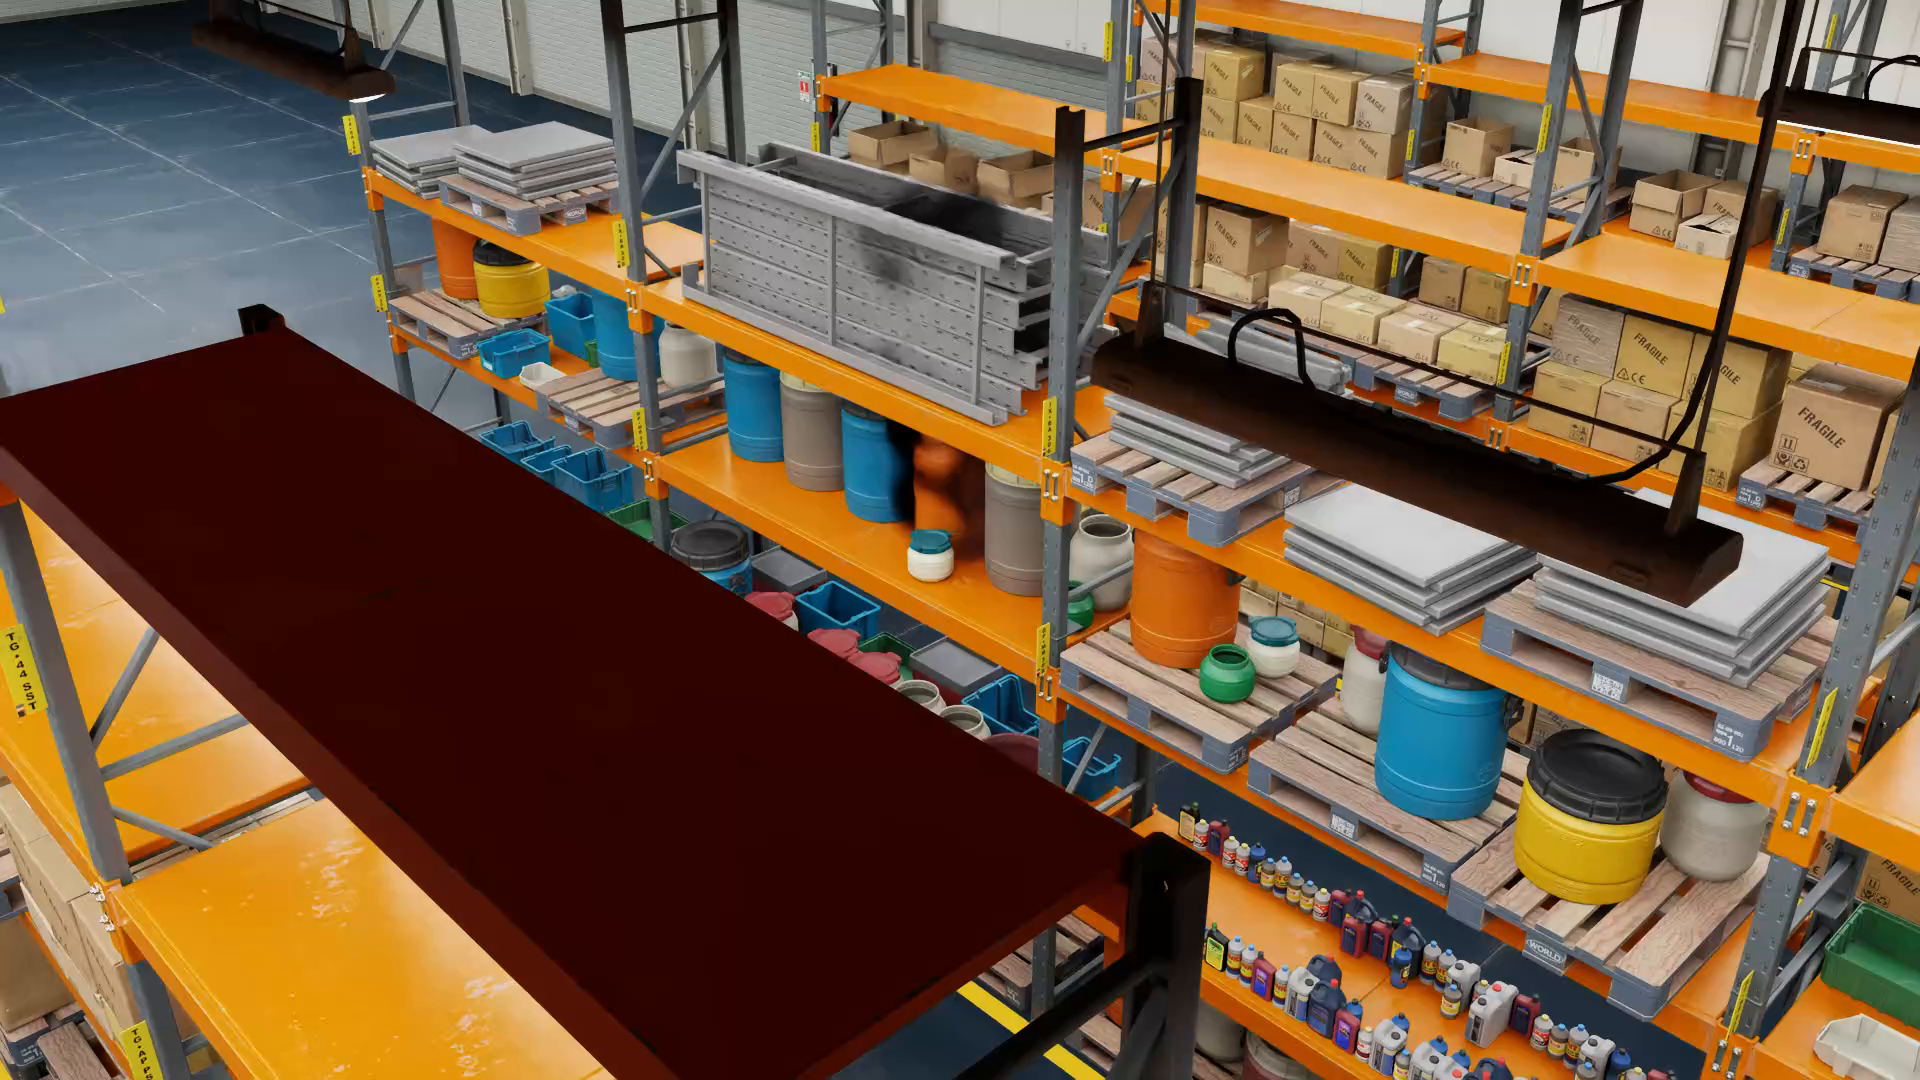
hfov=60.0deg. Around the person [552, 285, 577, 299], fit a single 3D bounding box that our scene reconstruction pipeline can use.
[{"bbox_3d":[-4.385,-2.169,19.210,0.586,1.629,0.634,-7,29,-13],"label":"person"}]
